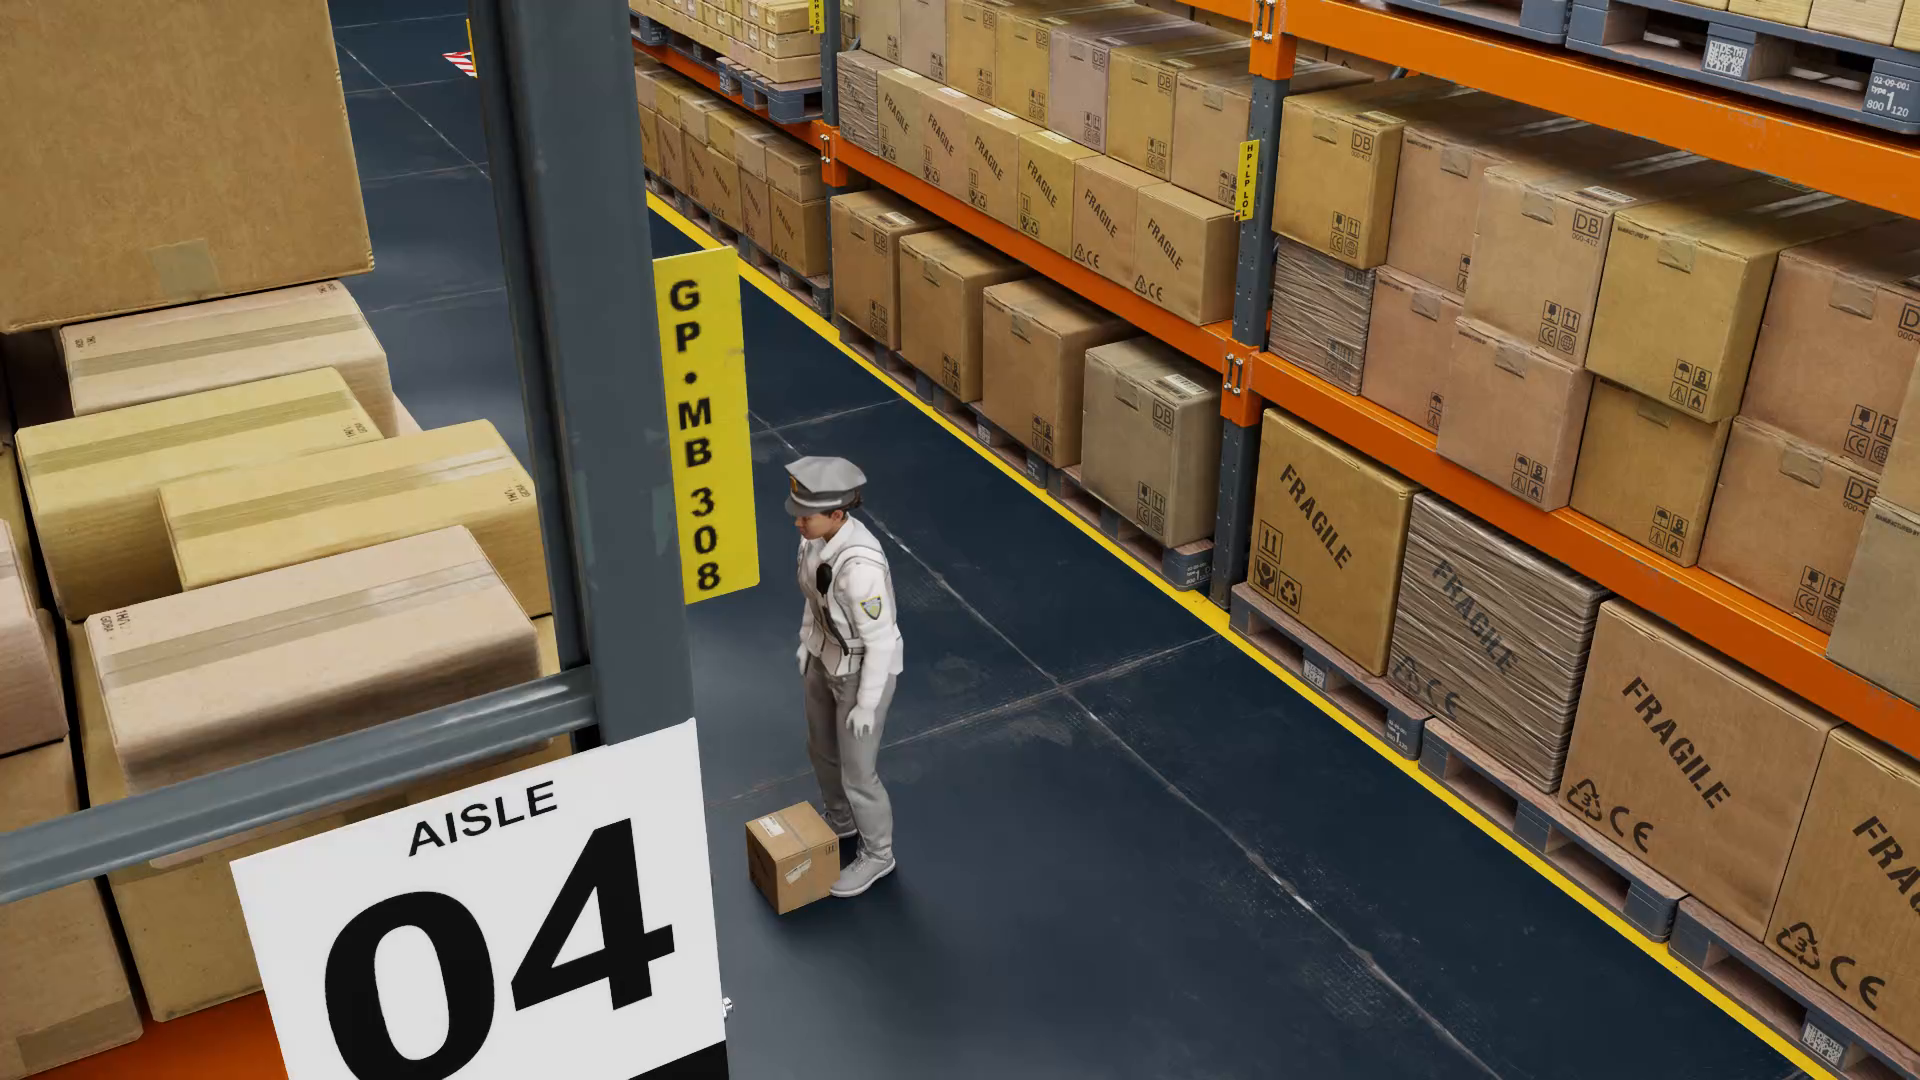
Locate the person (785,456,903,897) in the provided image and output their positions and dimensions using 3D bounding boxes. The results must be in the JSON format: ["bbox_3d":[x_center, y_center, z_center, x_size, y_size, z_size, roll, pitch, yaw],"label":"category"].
[{"bbox_3d":[-0.403,0.466,5.788,0.371,1.663,0.530,-16,33,-26],"label":"person"}]
